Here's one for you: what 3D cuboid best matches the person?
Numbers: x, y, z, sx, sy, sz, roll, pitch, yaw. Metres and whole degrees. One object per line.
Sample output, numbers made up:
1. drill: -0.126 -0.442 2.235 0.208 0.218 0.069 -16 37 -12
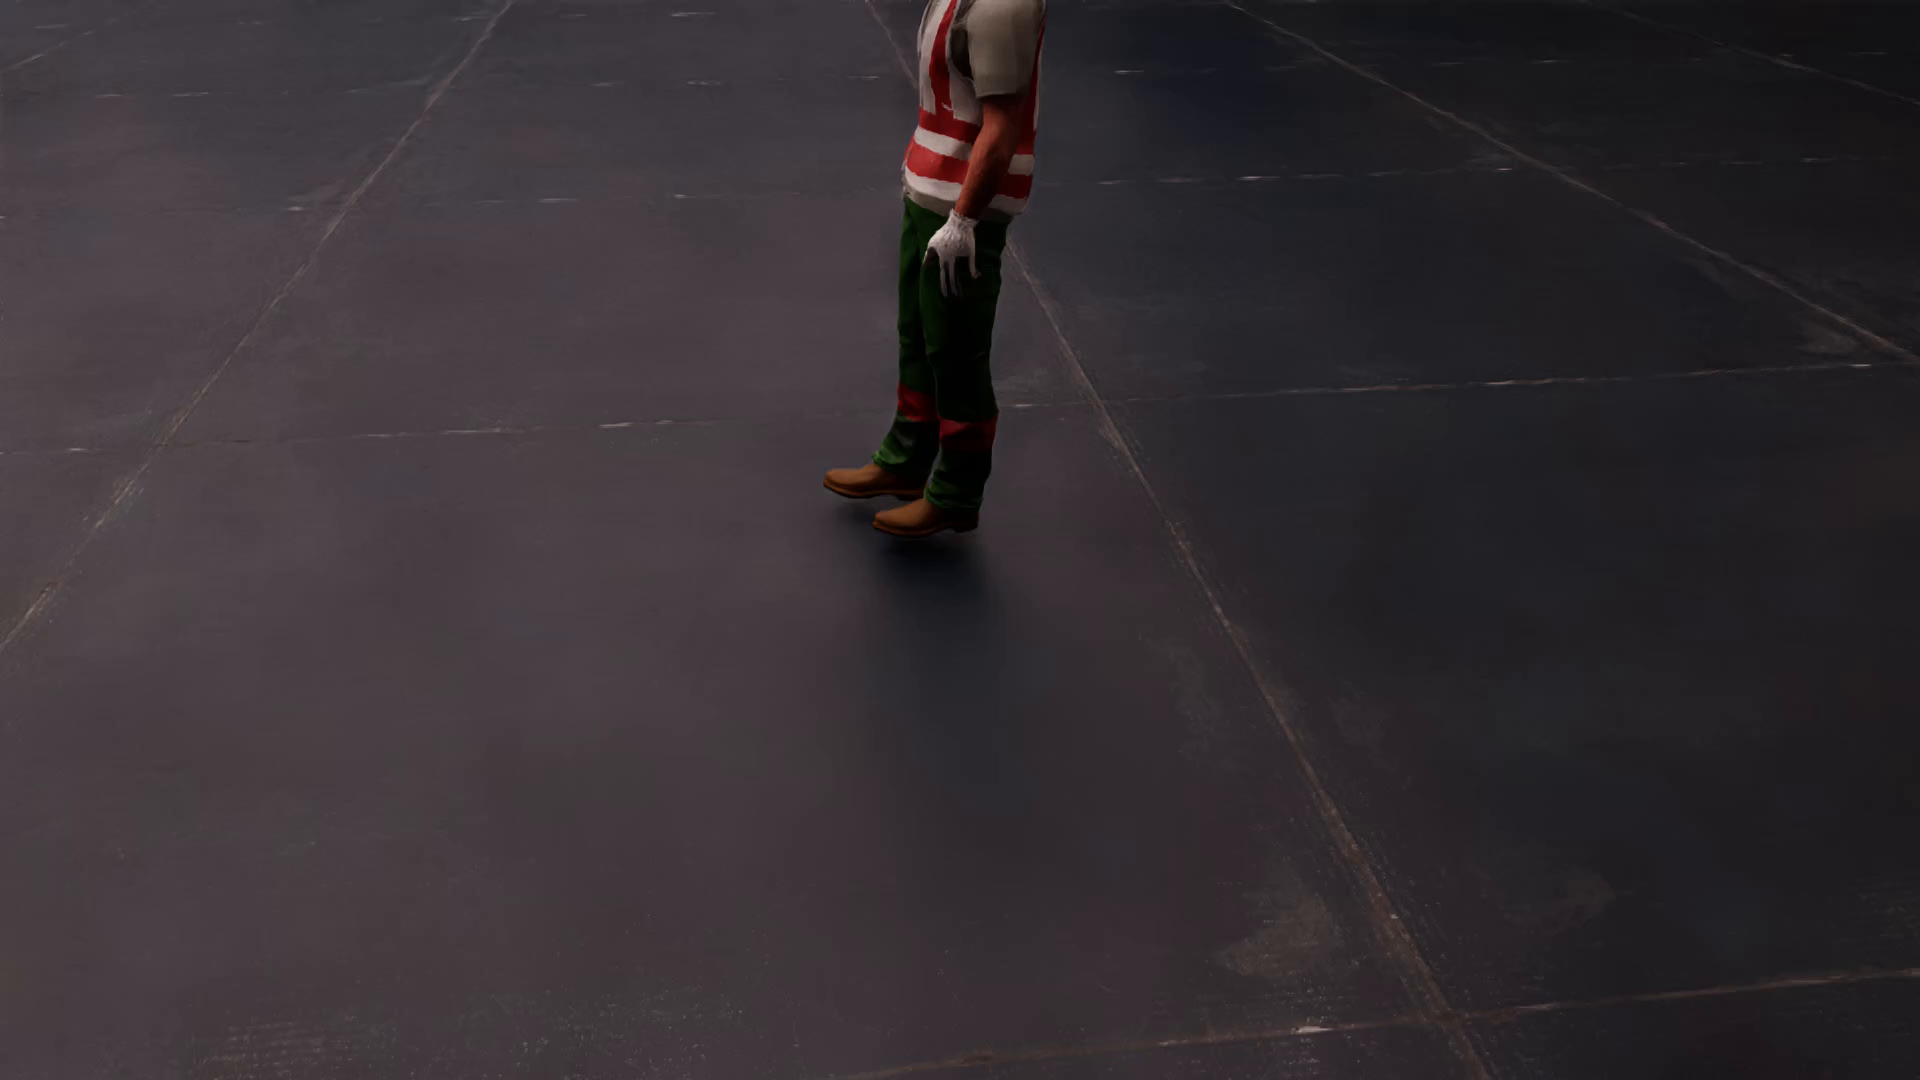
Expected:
1. person: -0.081 -0.848 4.198 0.563 1.787 0.637 -3 26 -7
